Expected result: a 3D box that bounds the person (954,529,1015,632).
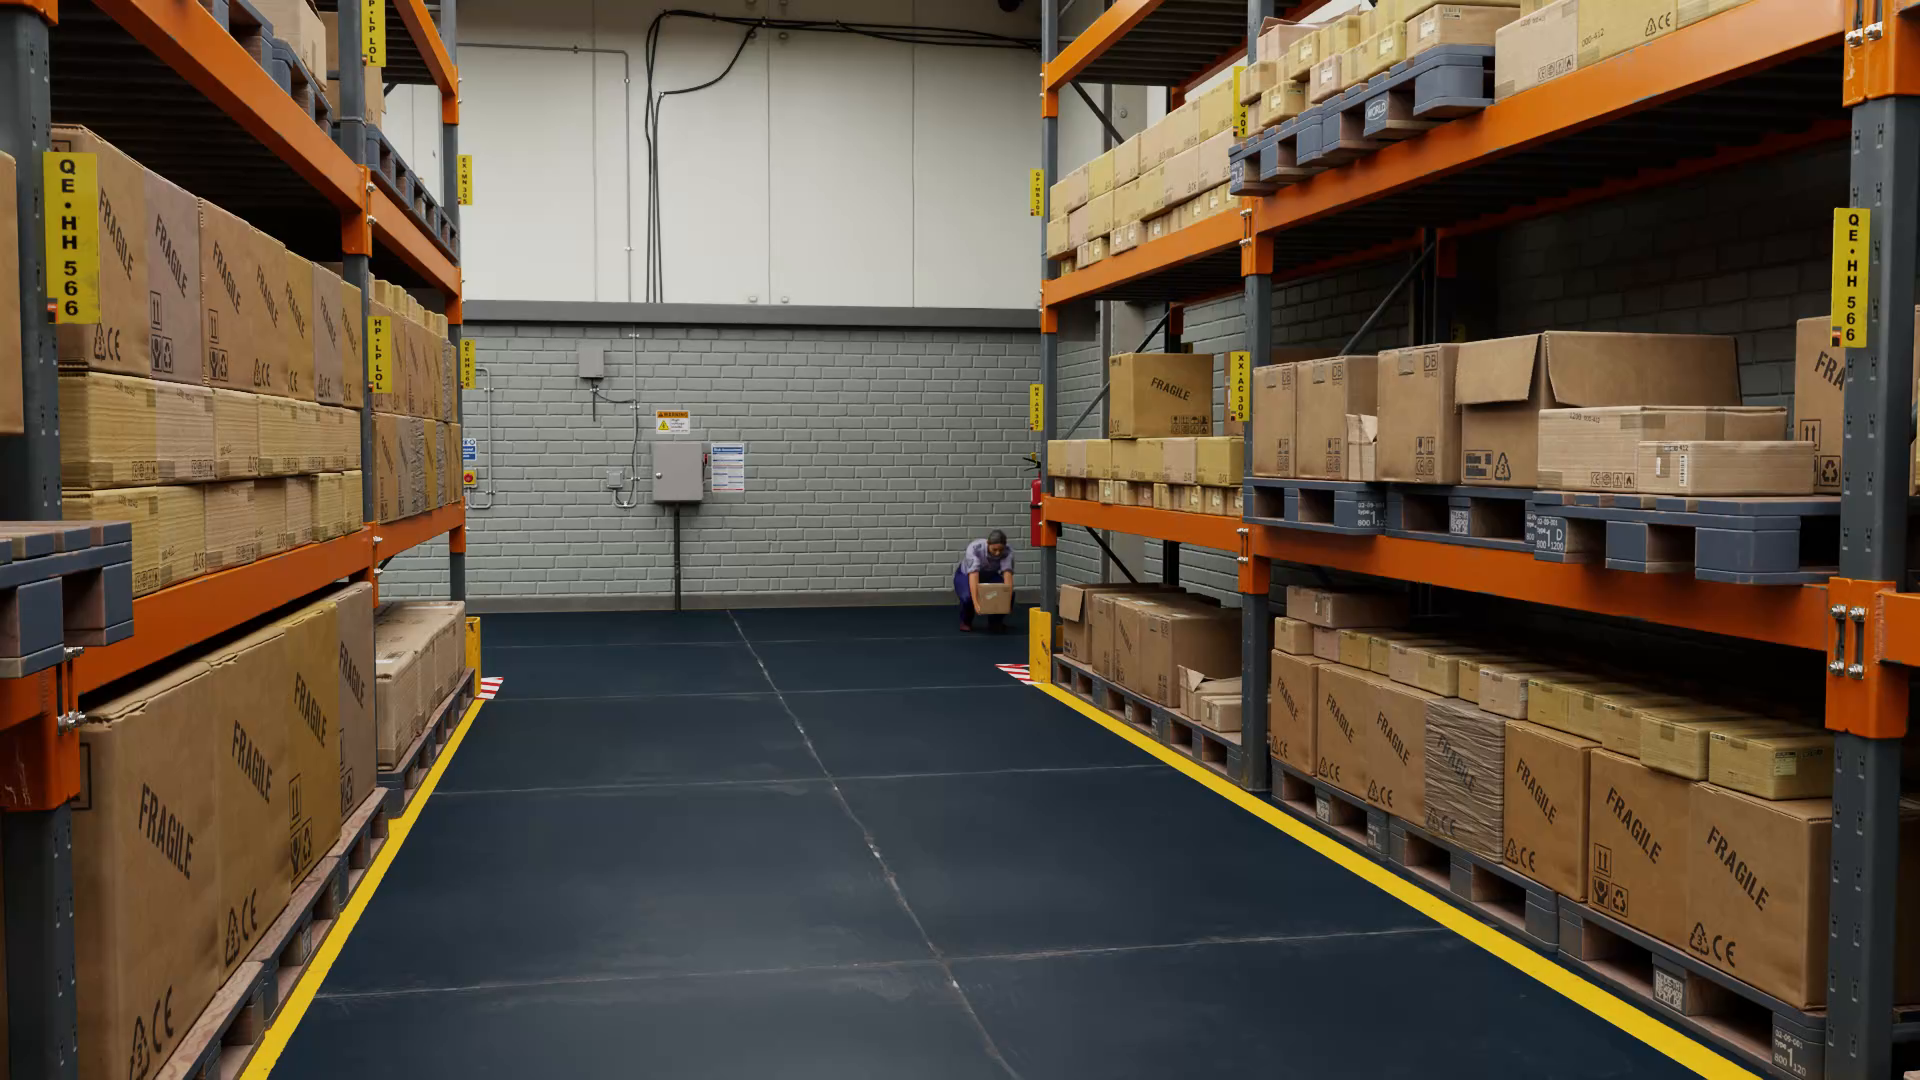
[{"bbox_3d":[0.229,0.366,14.962,0.508,0.933,0.848,-1,3,-13],"label":"person"}]
